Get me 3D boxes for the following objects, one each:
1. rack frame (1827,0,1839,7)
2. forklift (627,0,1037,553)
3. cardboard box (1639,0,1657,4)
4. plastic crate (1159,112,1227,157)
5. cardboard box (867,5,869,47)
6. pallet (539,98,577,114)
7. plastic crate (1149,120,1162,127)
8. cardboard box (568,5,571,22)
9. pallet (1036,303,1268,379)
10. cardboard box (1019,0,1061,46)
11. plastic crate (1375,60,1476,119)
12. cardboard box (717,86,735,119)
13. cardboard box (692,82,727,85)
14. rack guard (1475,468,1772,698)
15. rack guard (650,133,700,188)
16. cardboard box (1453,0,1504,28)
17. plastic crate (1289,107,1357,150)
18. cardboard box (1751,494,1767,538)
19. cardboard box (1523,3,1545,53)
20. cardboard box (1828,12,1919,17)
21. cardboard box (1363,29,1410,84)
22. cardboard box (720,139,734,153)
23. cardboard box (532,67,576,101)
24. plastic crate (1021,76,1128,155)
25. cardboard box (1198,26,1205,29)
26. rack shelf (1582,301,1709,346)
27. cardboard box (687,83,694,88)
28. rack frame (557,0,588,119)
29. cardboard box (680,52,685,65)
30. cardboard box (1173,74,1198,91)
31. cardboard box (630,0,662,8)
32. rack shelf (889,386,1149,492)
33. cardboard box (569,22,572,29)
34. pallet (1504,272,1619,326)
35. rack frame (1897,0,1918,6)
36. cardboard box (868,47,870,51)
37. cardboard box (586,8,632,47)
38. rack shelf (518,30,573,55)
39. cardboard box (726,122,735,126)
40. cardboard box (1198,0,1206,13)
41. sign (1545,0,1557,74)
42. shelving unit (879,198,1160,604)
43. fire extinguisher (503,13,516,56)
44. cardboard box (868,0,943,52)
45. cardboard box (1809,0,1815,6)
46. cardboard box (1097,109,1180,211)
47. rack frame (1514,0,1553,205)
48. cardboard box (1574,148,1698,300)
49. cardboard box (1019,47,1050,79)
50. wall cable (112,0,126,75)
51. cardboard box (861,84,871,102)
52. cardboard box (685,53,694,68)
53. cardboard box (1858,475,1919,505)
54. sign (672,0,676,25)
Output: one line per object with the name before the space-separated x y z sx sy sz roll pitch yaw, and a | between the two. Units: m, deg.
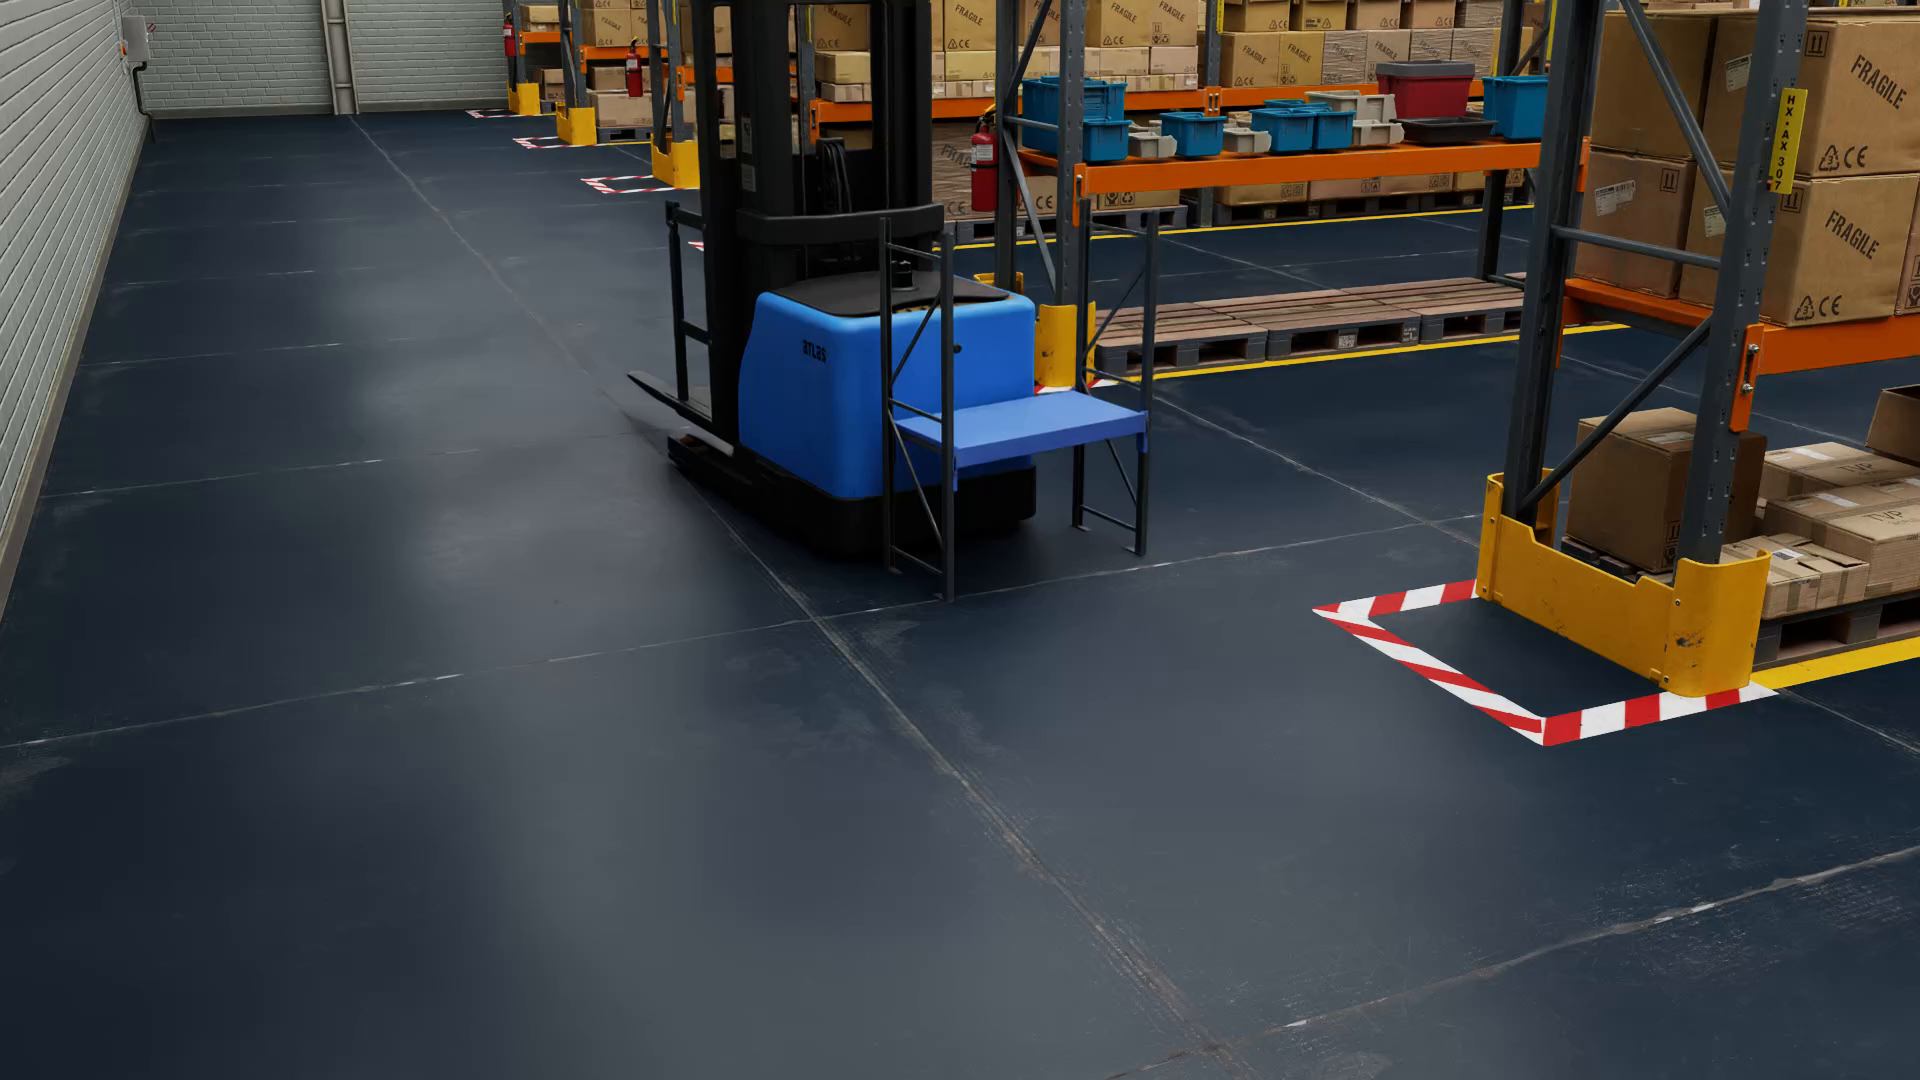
rack frame | 9.532 -5.637 19.014 0.127 3.000 1.000 -8 21 -22
forklift | -0.847 -1.766 8.126 1.130 2.935 3.031 -11 22 -29
cardboard box | 9.506 -7.990 23.845 0.500 0.550 0.875 -8 21 -22
plastic crate | 1.437 -2.516 10.312 0.300 0.233 0.416 -8 21 -22
cardboard box | -0.952 -6.015 19.489 0.500 0.500 0.500 -8 21 -22
pallet | -6.579 -7.393 28.201 1.213 0.211 1.003 -8 21 -22
plastic crate | 1.425 -2.648 10.832 0.243 0.136 0.396 -8 21 -22
cardboard box | -6.395 -8.707 27.511 0.500 0.250 0.500 -8 21 -21
pallet | 1.248 -1.329 10.978 1.213 0.211 1.003 -8 21 -22
cardboard box | 0.715 -4.890 15.543 0.500 0.500 0.500 -9 21 -24
plastic crate | 3.230 -3.091 11.598 0.583 0.464 0.402 -8 21 -22
cardboard box | -3.179 -6.428 24.487 0.875 0.438 0.875 -9 21 -24
cardboard box | -4.408 -8.034 29.240 0.500 0.311 0.500 -7 21 -20
rack guard | 2.504 0.133 6.393 0.348 0.500 1.175 -8 21 -22
rack guard | -3.288 -4.415 19.308 0.348 0.500 1.175 -8 21 -22
cardboard box | 5.182 -5.539 17.077 0.637 0.503 0.797 -7 21 -20
plastic crate | 2.318 -2.642 10.670 0.300 0.233 0.416 -8 21 -22
cardboard box | 3.244 -0.080 6.837 0.250 0.166 0.380 -8 21 -22
cardboard box | 6.340 -5.439 17.669 0.500 0.500 0.500 -11 22 -29
cardboard box | 3.423 -1.604 5.906 0.500 0.500 0.500 -8 21 -21
cardboard box | 4.102 -4.817 16.537 0.500 0.500 0.500 -8 21 -21
cardboard box | -2.775 -4.568 19.192 0.250 0.149 0.380 -7 21 -20
cardboard box | -6.782 -7.665 27.902 0.637 0.503 0.797 -9 21 -24
plastic crate | 0.709 -2.694 10.512 0.499 0.435 0.616 -8 21 -22
cardboard box | 3.022 -6.413 20.965 0.250 0.149 0.380 -8 21 -23
rack shelf | 4.271 -1.028 6.792 3.687 0.071 0.831 -8 21 -22
cardboard box | -4.806 -7.901 29.105 0.250 0.149 0.380 -8 21 -23
rack frame | -5.411 -7.080 23.113 0.127 3.000 1.000 -8 21 -22
cardboard box | -3.170 -5.594 19.272 0.250 0.149 0.380 -8 21 -22
cardboard box | 2.037 -4.326 15.669 0.250 0.149 0.380 -8 21 -22
cardboard box | -4.386 -7.645 23.063 0.500 0.500 0.500 -9 21 -23
rack shelf | 0.247 -0.442 7.061 1.000 0.185 0.538 -13 23 -32
cardboard box | -6.528 -8.527 27.601 0.250 0.149 0.380 -8 21 -23
pallet | 4.874 -1.847 12.451 1.213 0.211 1.003 -8 21 -22
rack frame | 7.822 -3.600 13.230 0.127 3.000 1.000 -8 21 -22
cardboard box | -0.680 -4.339 15.106 0.500 0.250 0.500 -9 21 -23
cardboard box | -4.857 -7.103 23.028 0.500 0.500 0.500 -8 21 -22
rack shelf | -5.544 -8.517 28.278 4.000 0.370 1.077 -8 21 -22
cardboard box | -2.537 -4.756 19.278 0.250 0.149 0.380 -8 21 -21
cardboard box | 3.004 -6.689 20.853 0.250 0.149 0.380 -7 21 -20
sign | 2.233 -1.904 6.193 0.005 0.325 0.100 -8 21 -22
shelving unit | 0.247 -0.612 7.001 1.048 1.500 0.538 -13 23 -32
fire extinguisher | -7.333 -8.221 27.031 0.183 0.674 0.296 -8 21 -22
cardboard box | -0.479 -4.528 14.514 0.500 0.500 0.500 -9 21 -23
cardboard box | 9.837 -6.439 19.188 0.500 0.500 0.500 -8 21 -22
cardboard box | 1.549 -3.718 16.131 0.875 0.875 0.875 -8 21 -22
rack frame | 5.860 -5.110 17.519 0.127 3.000 1.000 -8 21 -22
cardboard box | 2.738 -1.226 6.336 0.500 0.500 0.500 -7 21 -20
cardboard box | 0.476 -4.314 15.036 0.500 0.250 0.500 -9 21 -23
wall cable | -10.580 -6.825 20.813 0.123 1.953 0.585 -8 21 -22
cardboard box | -0.794 -3.920 14.516 0.250 0.149 0.380 -8 21 -23
cardboard box | -2.931 -5.408 18.743 0.250 0.149 0.380 -8 21 -22
cardboard box | 3.964 -0.064 6.664 0.500 0.250 0.500 -8 21 -22
sign | -3.143 -5.827 18.250 0.005 0.325 0.100 -8 21 -22
